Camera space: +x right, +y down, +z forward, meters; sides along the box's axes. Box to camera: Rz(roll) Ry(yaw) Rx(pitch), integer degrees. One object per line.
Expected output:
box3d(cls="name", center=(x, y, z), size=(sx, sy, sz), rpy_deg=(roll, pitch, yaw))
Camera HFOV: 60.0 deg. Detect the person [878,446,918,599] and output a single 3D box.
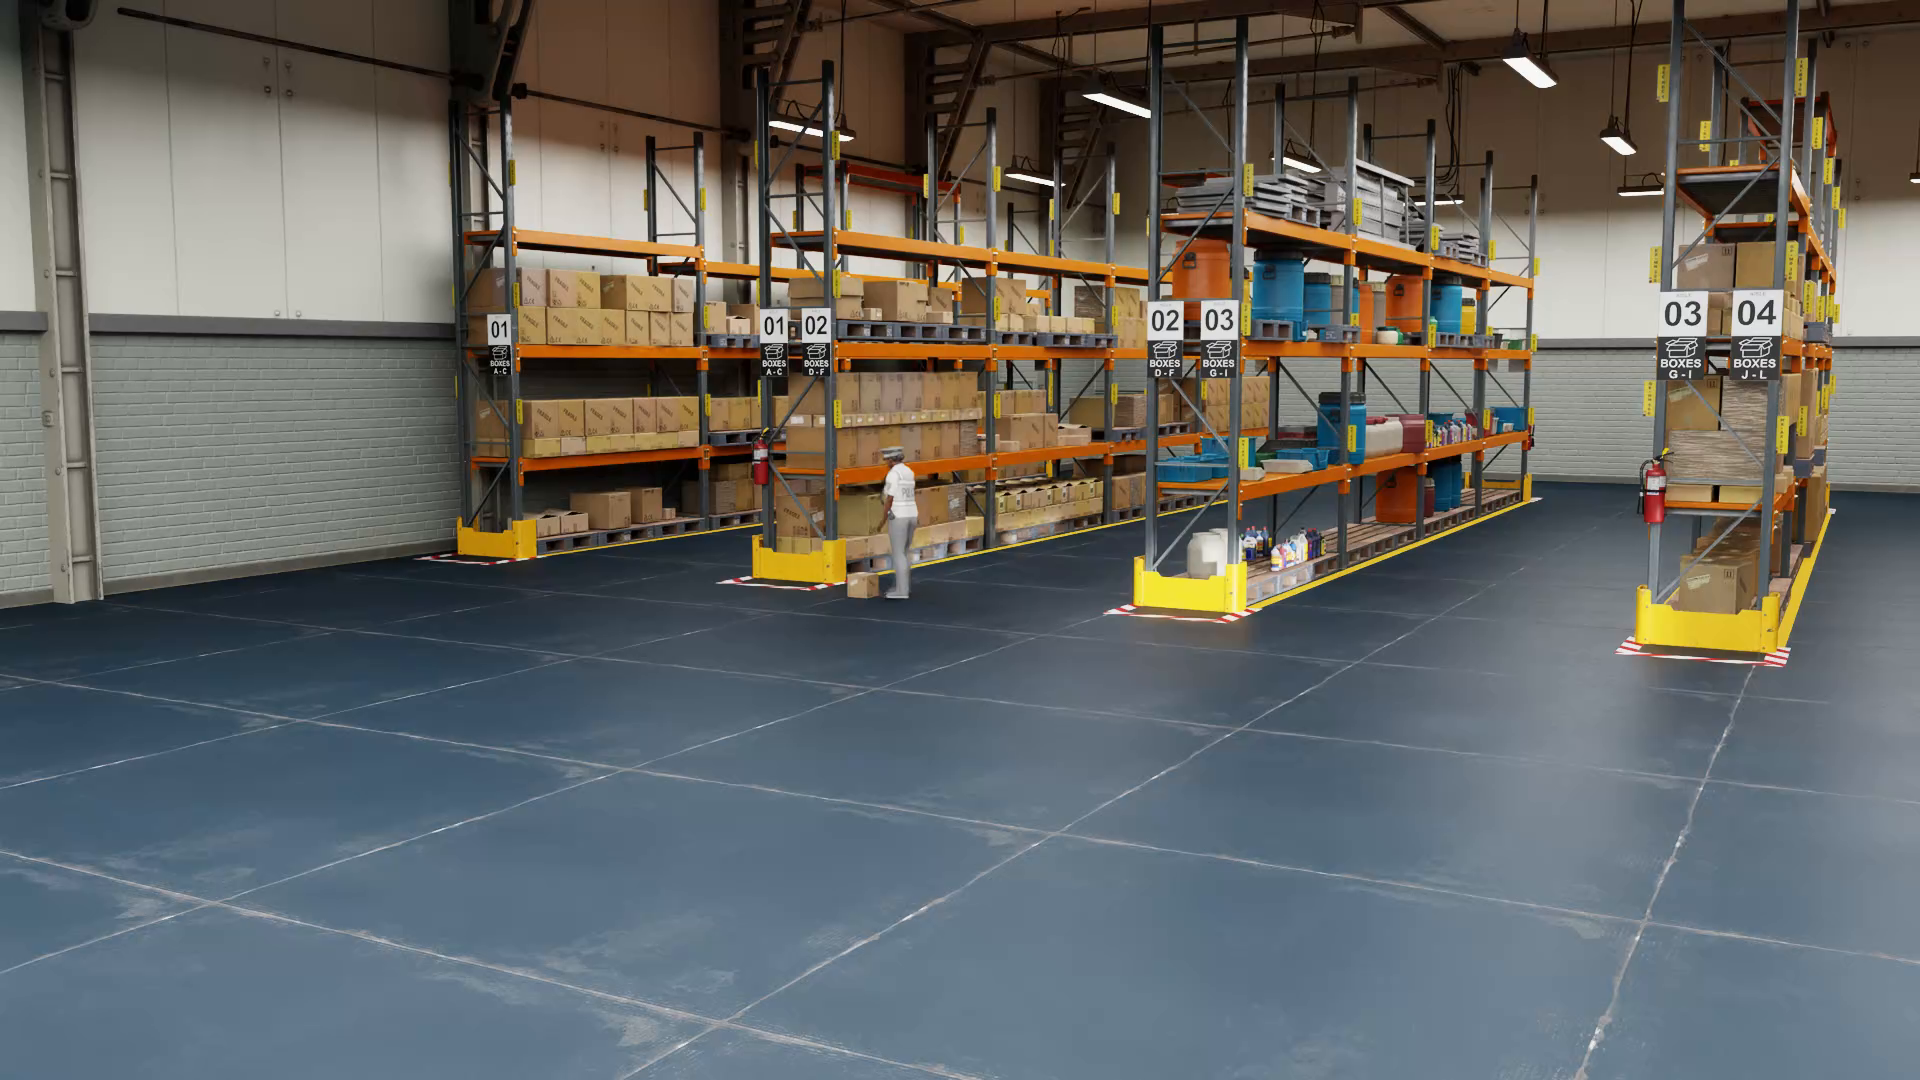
box3d(cls="person", center=(-0.703, -0.194, 18.122), size=(0.525, 1.658, 0.506), rpy_deg=(3, 7, 29))
